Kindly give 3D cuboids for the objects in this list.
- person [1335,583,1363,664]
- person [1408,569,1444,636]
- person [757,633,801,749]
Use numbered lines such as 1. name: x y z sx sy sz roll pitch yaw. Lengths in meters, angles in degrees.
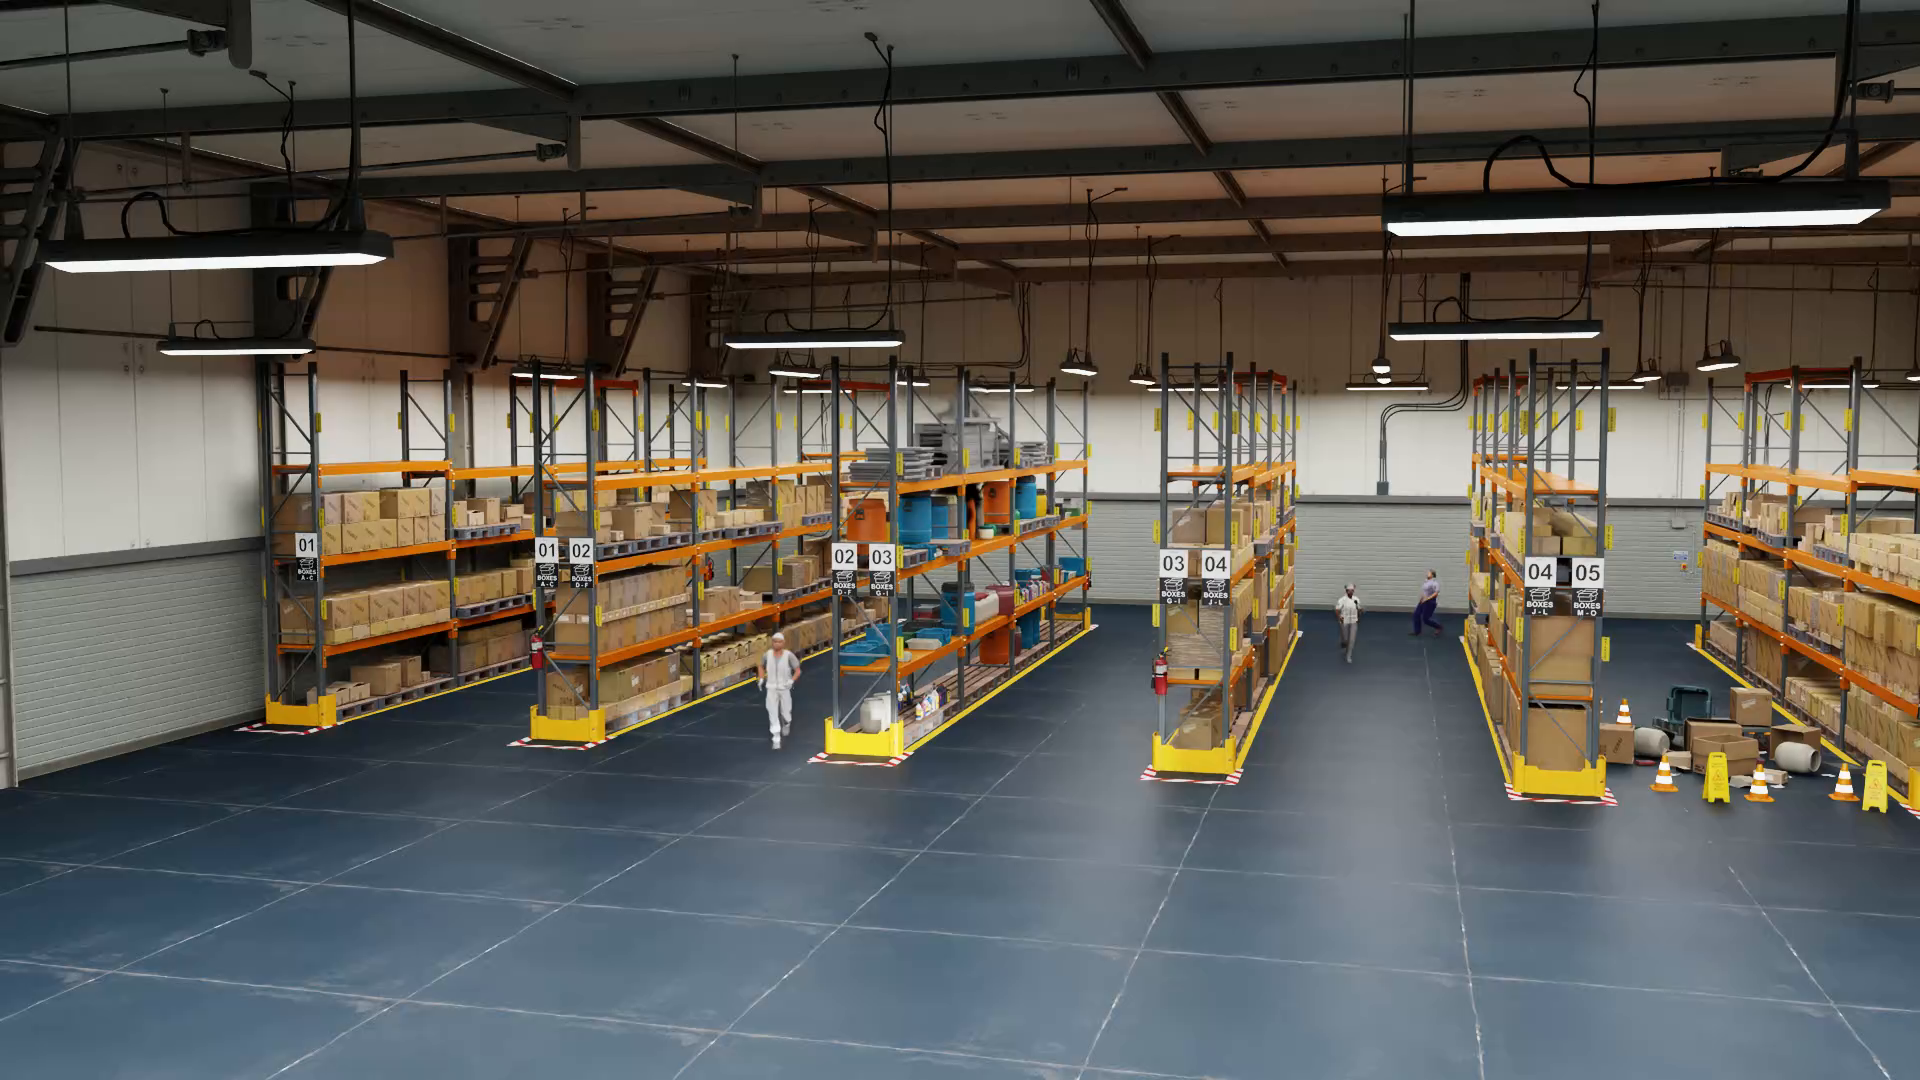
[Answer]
1. person: 8.124 1.730 34.716 0.595 1.653 0.731 0 4 1
2. person: 10.946 1.473 38.948 0.773 1.584 0.642 0 4 -5
3. person: -2.803 2.306 25.730 0.687 1.763 0.881 0 4 1
